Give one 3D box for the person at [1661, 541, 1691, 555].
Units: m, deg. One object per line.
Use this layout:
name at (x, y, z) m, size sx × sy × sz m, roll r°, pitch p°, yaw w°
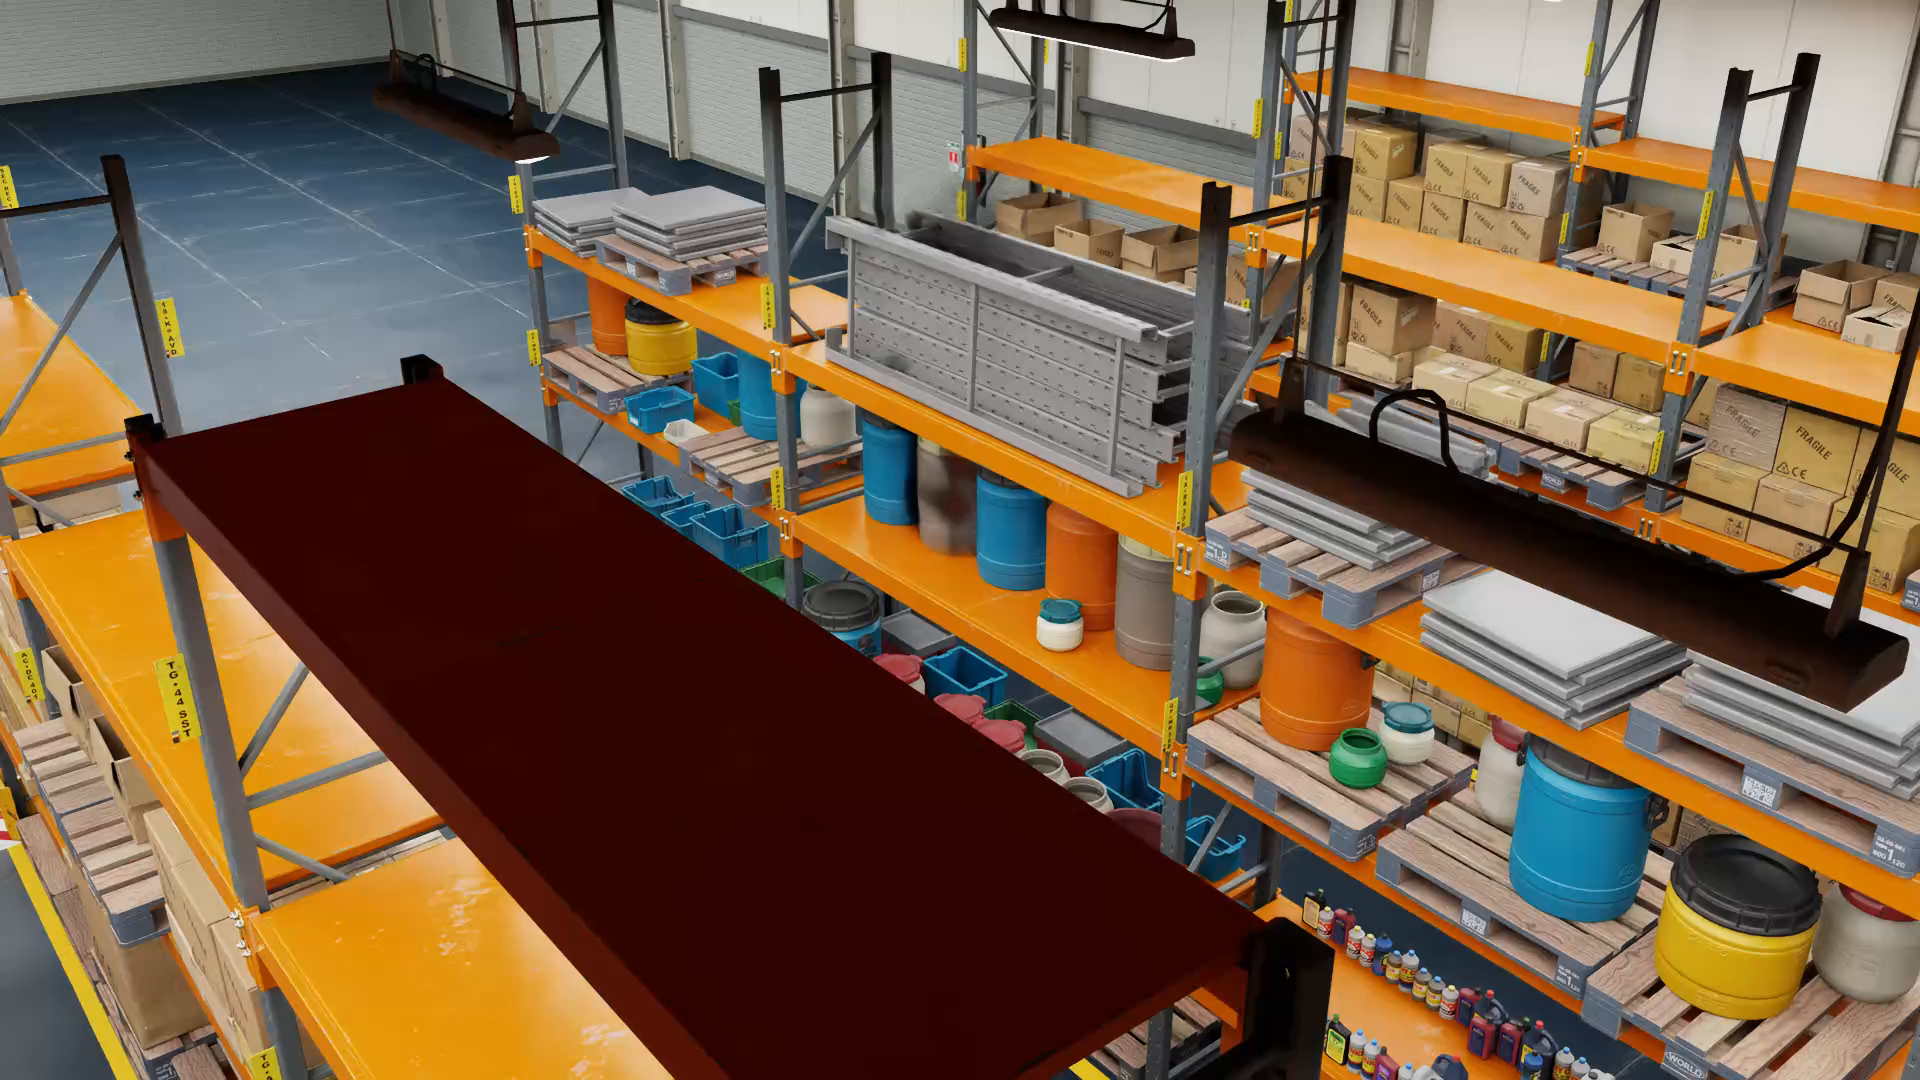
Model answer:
person at (6.222, 0.657, 14.802) m, size 0.590 × 1.560 × 0.705 m, roll -21°, pitch 33°, yaw -37°
